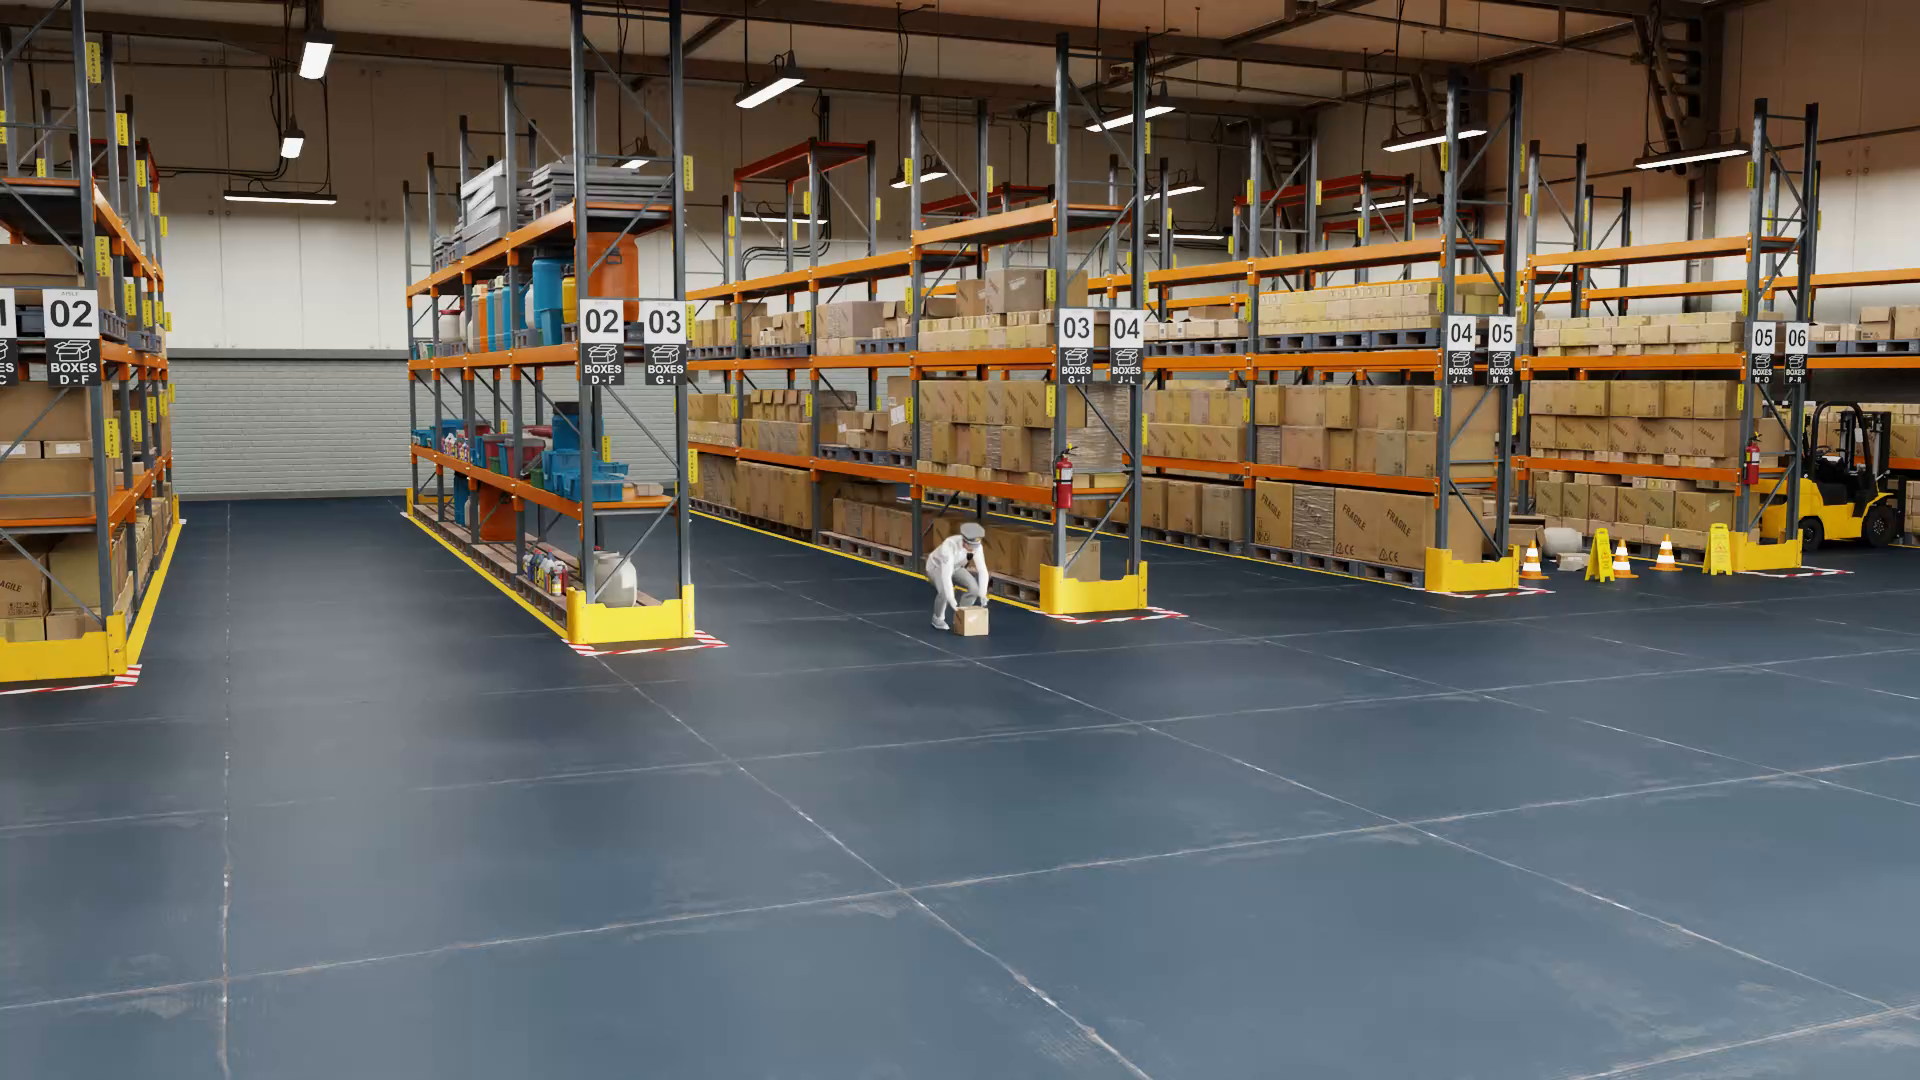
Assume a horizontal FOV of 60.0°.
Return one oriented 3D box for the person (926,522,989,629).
[{"bbox_3d":[-0.013,0.348,16.493,0.503,1.075,0.826,-2,6,-24],"label":"person"}]
